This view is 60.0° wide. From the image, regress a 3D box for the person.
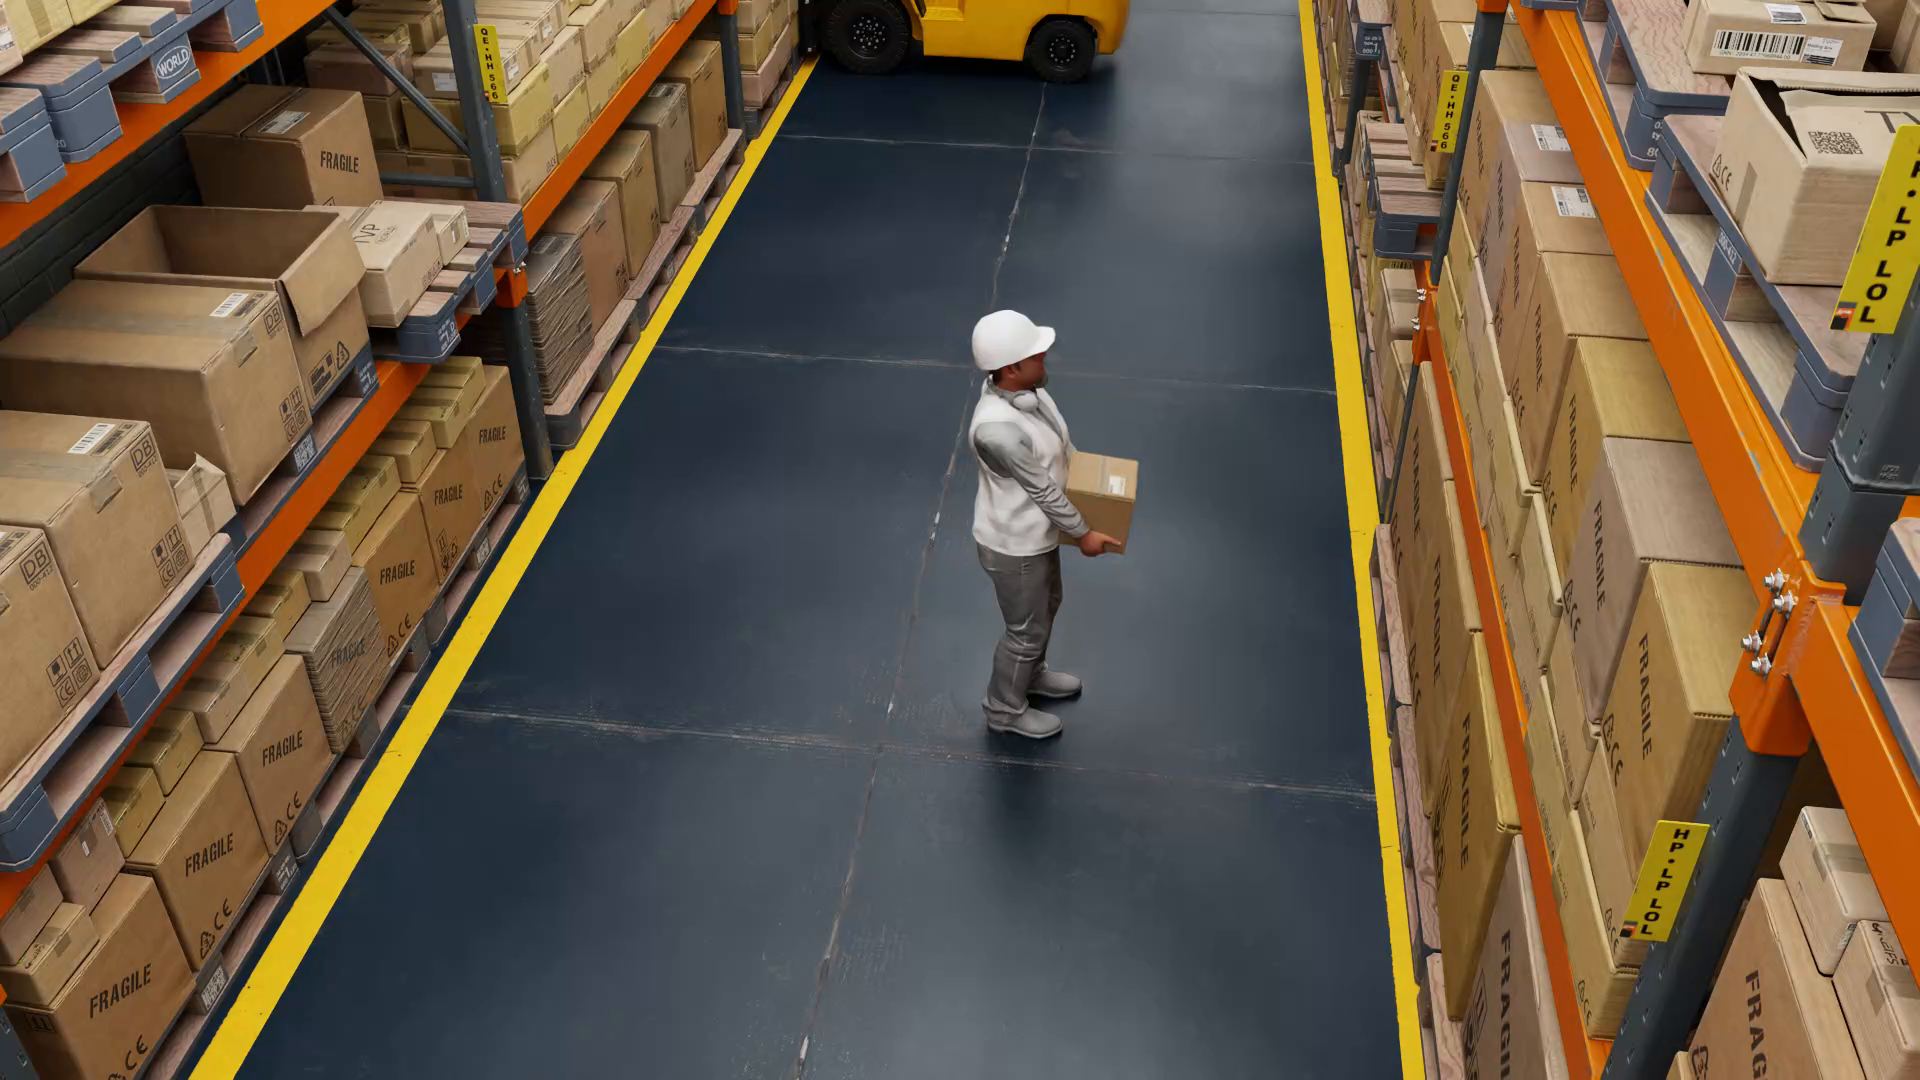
[{"bbox_3d":[0.322,-0.049,6.201,0.565,1.762,0.494,5,36,6],"label":"person"}]
